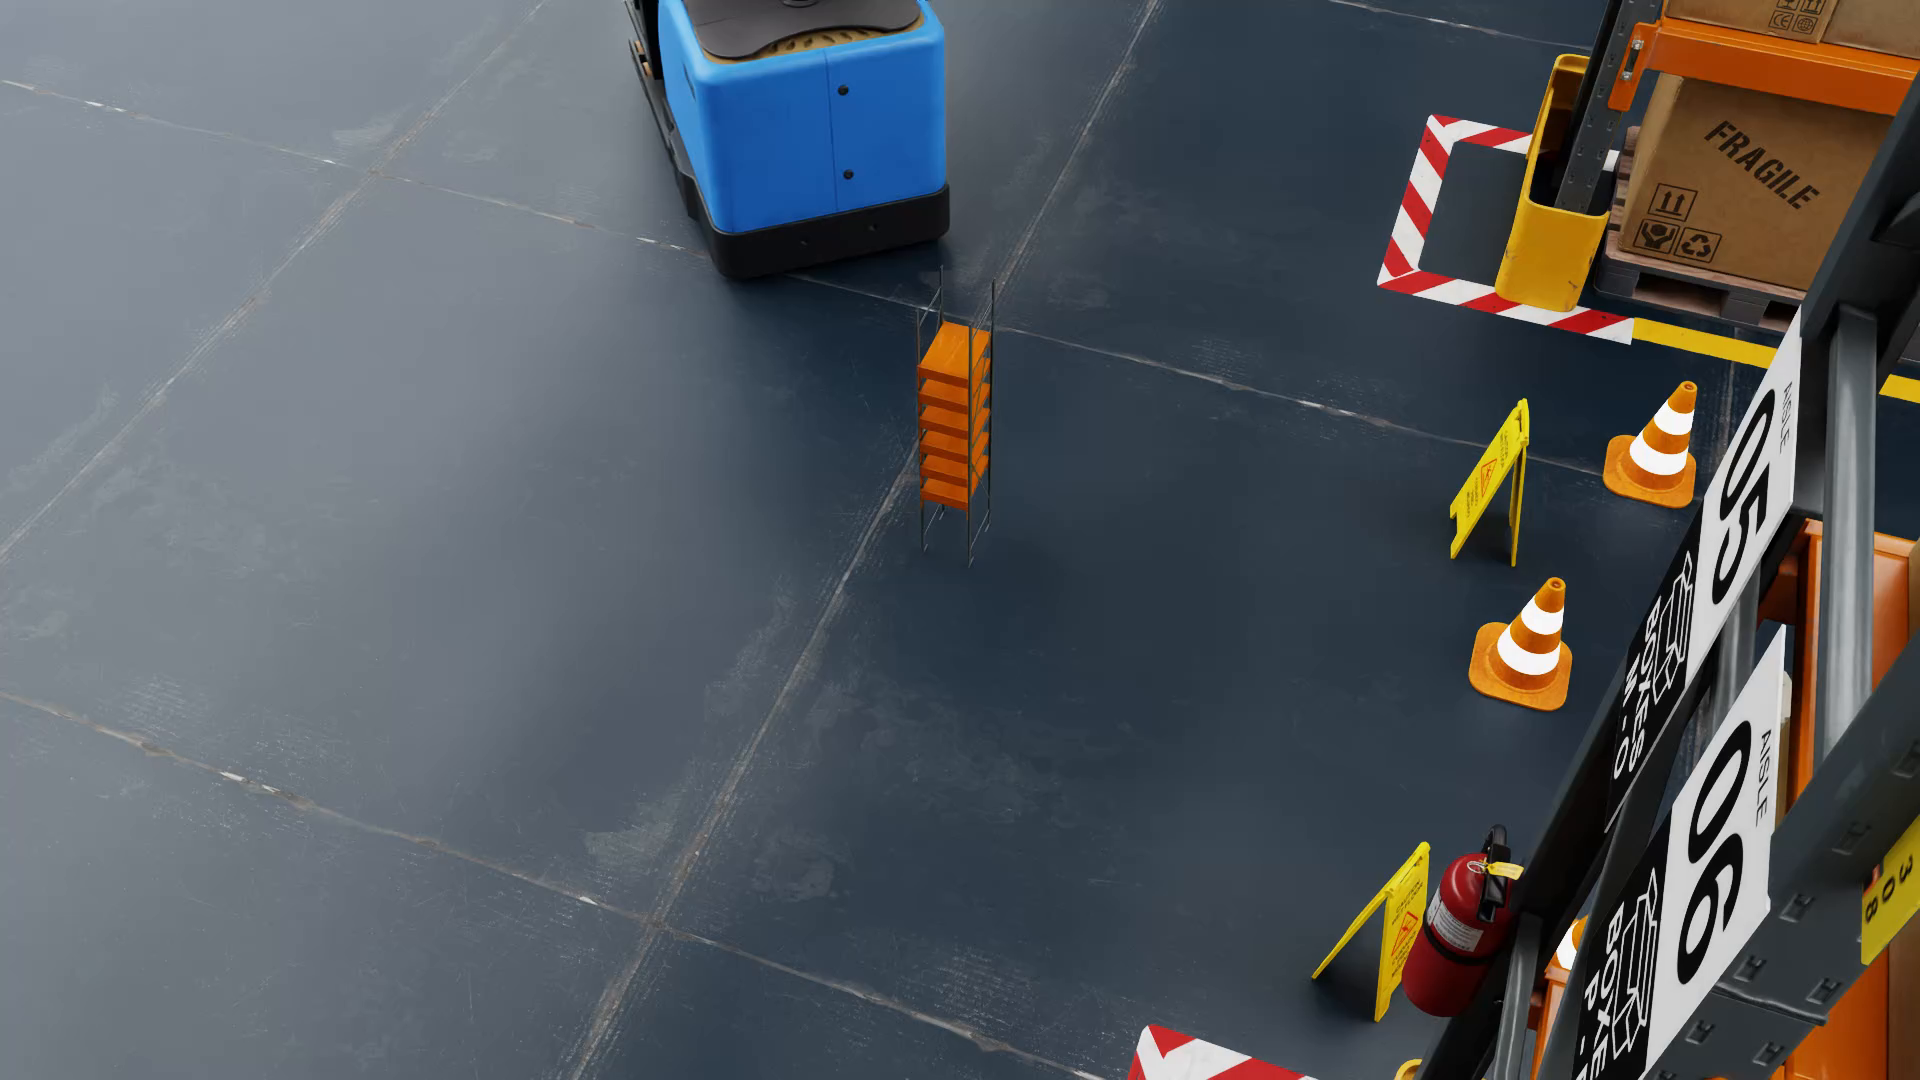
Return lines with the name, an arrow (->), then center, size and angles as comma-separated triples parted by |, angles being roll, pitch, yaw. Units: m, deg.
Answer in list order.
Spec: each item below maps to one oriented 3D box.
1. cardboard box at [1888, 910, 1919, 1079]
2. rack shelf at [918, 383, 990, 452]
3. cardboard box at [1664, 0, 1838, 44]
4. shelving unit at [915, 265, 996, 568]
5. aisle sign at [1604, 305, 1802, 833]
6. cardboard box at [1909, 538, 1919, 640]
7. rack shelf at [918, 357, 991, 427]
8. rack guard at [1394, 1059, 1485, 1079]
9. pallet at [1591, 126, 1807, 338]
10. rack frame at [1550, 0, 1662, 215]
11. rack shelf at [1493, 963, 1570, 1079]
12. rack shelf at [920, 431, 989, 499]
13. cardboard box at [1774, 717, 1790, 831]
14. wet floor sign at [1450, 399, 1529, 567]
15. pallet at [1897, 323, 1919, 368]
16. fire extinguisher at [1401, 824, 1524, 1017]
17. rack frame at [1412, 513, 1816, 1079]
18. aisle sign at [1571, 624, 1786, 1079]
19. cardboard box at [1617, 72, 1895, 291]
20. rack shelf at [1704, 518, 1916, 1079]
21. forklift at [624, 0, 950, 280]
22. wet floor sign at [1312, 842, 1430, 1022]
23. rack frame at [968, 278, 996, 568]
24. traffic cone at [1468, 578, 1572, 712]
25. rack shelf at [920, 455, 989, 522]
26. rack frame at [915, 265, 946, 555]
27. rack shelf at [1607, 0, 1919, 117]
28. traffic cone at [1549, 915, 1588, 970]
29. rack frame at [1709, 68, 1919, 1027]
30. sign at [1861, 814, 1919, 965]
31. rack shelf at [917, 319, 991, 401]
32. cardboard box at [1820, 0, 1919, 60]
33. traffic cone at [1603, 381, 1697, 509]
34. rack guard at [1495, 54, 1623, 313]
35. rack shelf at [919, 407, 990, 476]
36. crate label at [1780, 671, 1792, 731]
cardboard box -> 1.256, 0.561, 1.960 | 0.250, 0.149, 0.380 | 16, 51, 13
rack shelf -> -0.014, -0.446, 5.743 | 0.180, 0.103, 0.258 | 16, 51, 13
cardboard box -> 3.042, -2.375, 6.225 | 0.550, 0.550, 0.875 | 16, 51, 13
shelving unit -> -0.014, -0.397, 5.800 | 0.189, 1.200, 0.258 | 16, 51, 13
aisle sign -> 1.100, 0.071, 2.483 | 0.004, 0.787, 0.394 | 16, 51, 13
cardboard box -> 1.489, 0.139, 2.326 | 0.250, 0.149, 0.380 | 16, 51, 13
rack shelf -> -0.014, -0.525, 5.652 | 0.180, 0.103, 0.258 | 16, 51, 13
rack guard -> 1.129, 1.983, 4.201 | 0.348, 0.500, 1.175 | 16, 51, 13
pallet -> 3.456, -1.324, 7.258 | 1.213, 0.211, 1.003 | 16, 51, 13
rack frame -> 2.678, -2.391, 6.338 | 0.127, 3.000, 1.000 | 16, 51, 13
rack shelf -> 2.934, 1.903, 3.091 | 4.000, 0.370, 1.077 | 16, 51, 13
rack shelf -> -0.014, -0.289, 5.924 | 0.180, 0.103, 0.258 | 16, 51, 13
cardboard box -> 1.613, 0.665, 2.764 | 0.500, 0.500, 0.700 | 14, 51, 12
wet floor sign -> 1.965, -0.224, 6.017 | 0.232, 0.644, 0.267 | 8, 50, 7
pallet -> 4.596, -1.003, 6.980 | 1.213, 0.211, 1.003 | 16, 51, 13
fire extinguisher -> 1.110, 0.813, 3.612 | 0.183, 0.674, 0.296 | 16, 51, 13
rack frame -> 1.058, 1.144, 3.274 | 0.127, 3.000, 1.000 | 16, 51, 13
aisle sign -> 0.892, 0.496, 2.115 | 0.004, 0.787, 0.394 | 16, 51, 13
cardboard box -> 3.337, -1.702, 6.868 | 0.875, 0.875, 0.875 | 16, 51, 13
rack shelf -> 2.934, 0.921, 1.958 | 4.000, 0.370, 1.077 | 16, 51, 13
forklift -> -0.993, -3.217, 7.098 | 1.130, 2.935, 3.031 | -14, 51, -12
wet floor sign -> 1.250, 1.107, 4.864 | 0.232, 0.644, 0.267 | 33, 57, 25
rack frame -> 0.072, -0.373, 5.779 | 0.006, 1.200, 0.240 | 16, 51, 13
traffic cone -> 1.974, 0.297, 5.686 | 0.334, 0.463, 0.336 | 16, 51, 13
rack shelf -> -0.014, -0.210, 6.015 | 0.180, 0.103, 0.258 | 16, 51, 13
rack frame -> -0.099, -0.421, 5.821 | 0.006, 1.200, 0.240 | 16, 51, 13
rack shelf -> 4.555, -1.632, 6.155 | 4.000, 0.370, 1.077 | 16, 51, 13
traffic cone -> 1.908, 1.173, 4.927 | 0.334, 0.463, 0.336 | 16, 51, 13
rack frame -> 1.058, -0.821, 1.006 | 0.127, 3.000, 1.000 | 16, 51, 13
sign -> 0.870, 0.260, 1.476 | 0.005, 0.325, 0.100 | 16, 51, 13
rack shelf -> -0.014, -0.603, 5.561 | 0.180, 0.103, 0.258 | 16, 51, 13
cardboard box -> 3.566, -2.247, 6.113 | 0.550, 0.550, 0.875 | 16, 51, 13
traffic cone -> 2.684, -0.415, 6.303 | 0.334, 0.463, 0.336 | 16, 51, 13
rack guard -> 2.656, -1.579, 7.288 | 0.348, 0.500, 1.175 | 16, 51, 13
rack shelf -> -0.014, -0.368, 5.833 | 0.180, 0.103, 0.258 | 16, 51, 13
crate label -> 2.733, 0.566, 5.669 | 0.298, 0.136, 0.250 | -7, 49, -6
